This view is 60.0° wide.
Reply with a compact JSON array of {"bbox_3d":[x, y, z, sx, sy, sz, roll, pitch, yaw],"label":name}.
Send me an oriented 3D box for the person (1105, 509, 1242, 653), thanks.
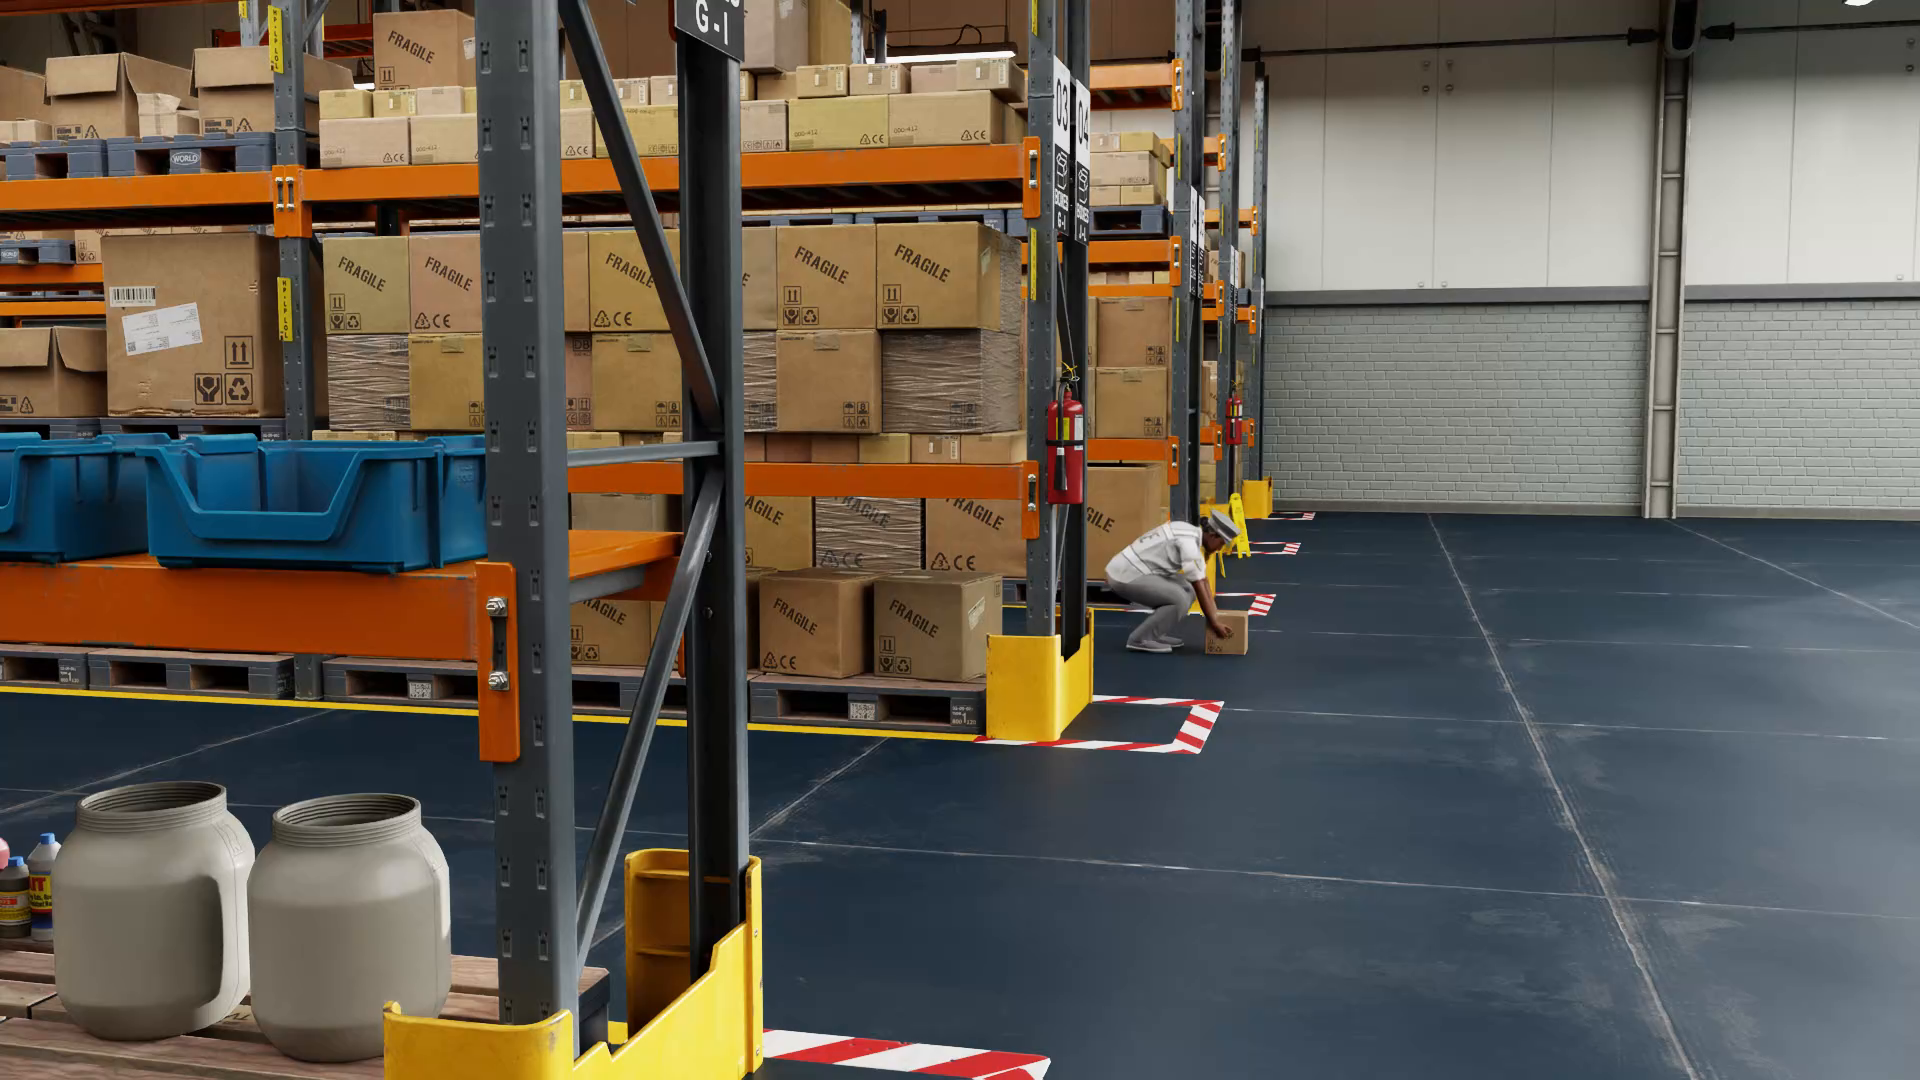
[{"bbox_3d":[1.372,0.258,10.697,0.864,0.914,0.481,1,5,13],"label":"person"}]
